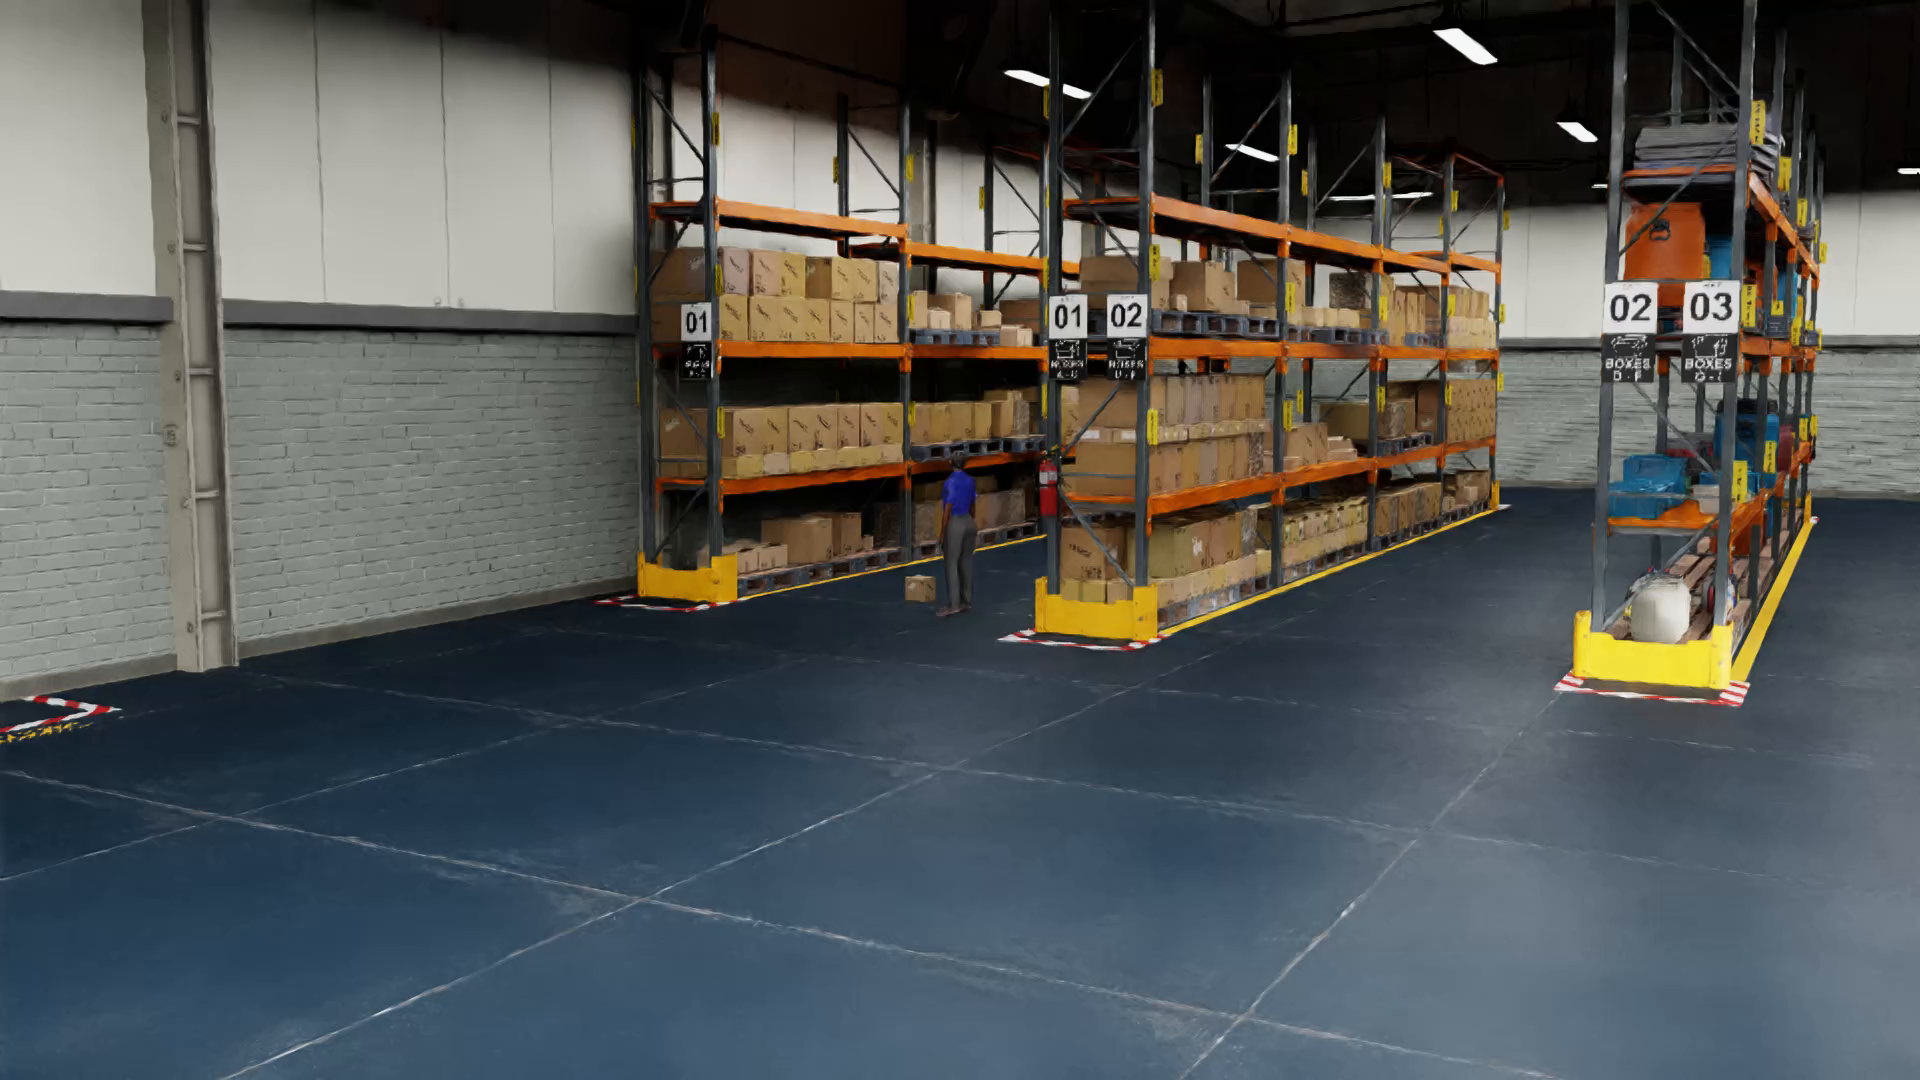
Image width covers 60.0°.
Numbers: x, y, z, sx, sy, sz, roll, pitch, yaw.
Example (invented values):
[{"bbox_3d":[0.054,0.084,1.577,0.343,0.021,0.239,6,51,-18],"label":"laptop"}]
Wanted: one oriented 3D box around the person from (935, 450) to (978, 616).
[{"bbox_3d":[-0.033,-0.073,17.032,0.375,1.700,0.500,5,8,40],"label":"person"}]
